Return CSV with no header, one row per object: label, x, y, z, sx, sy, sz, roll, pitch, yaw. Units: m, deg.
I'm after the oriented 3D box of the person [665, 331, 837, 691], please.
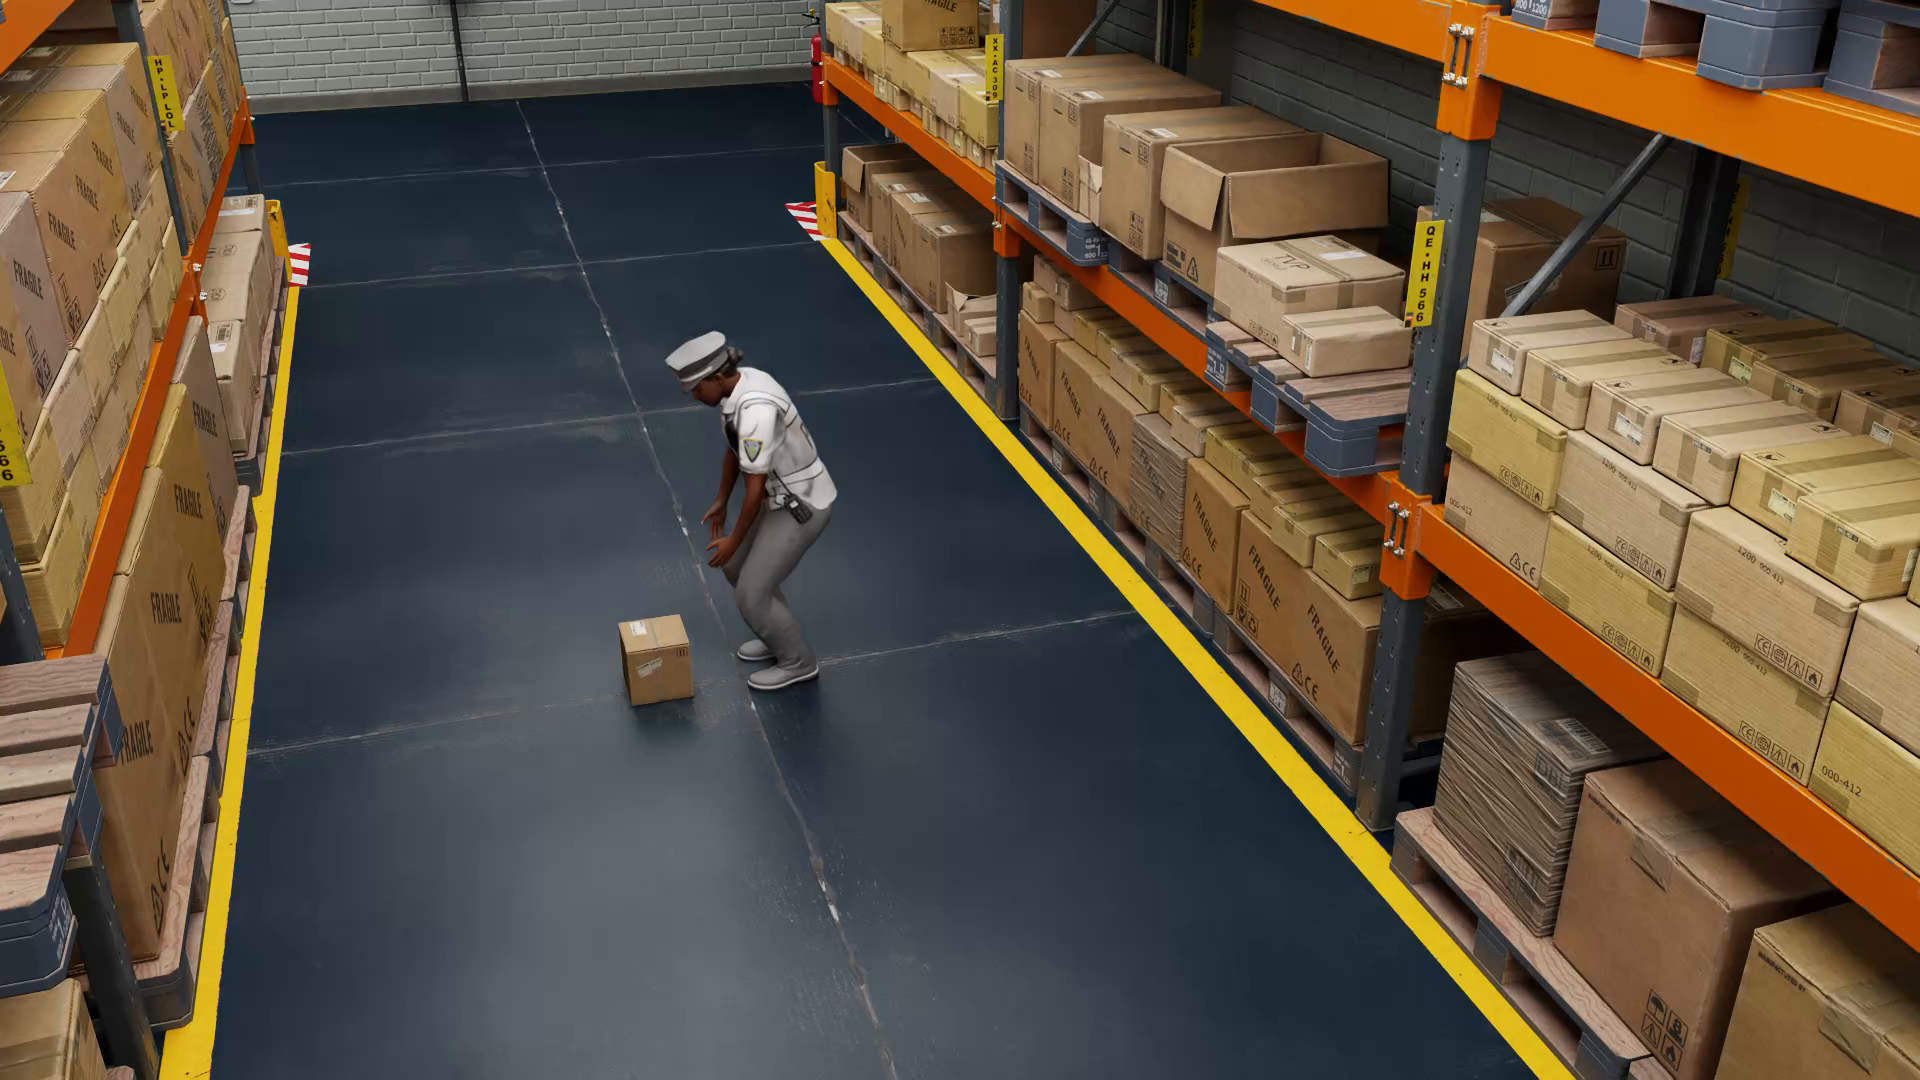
person,-0.796,-0.112,6.551,0.628,1.487,0.490,-7,27,-14
